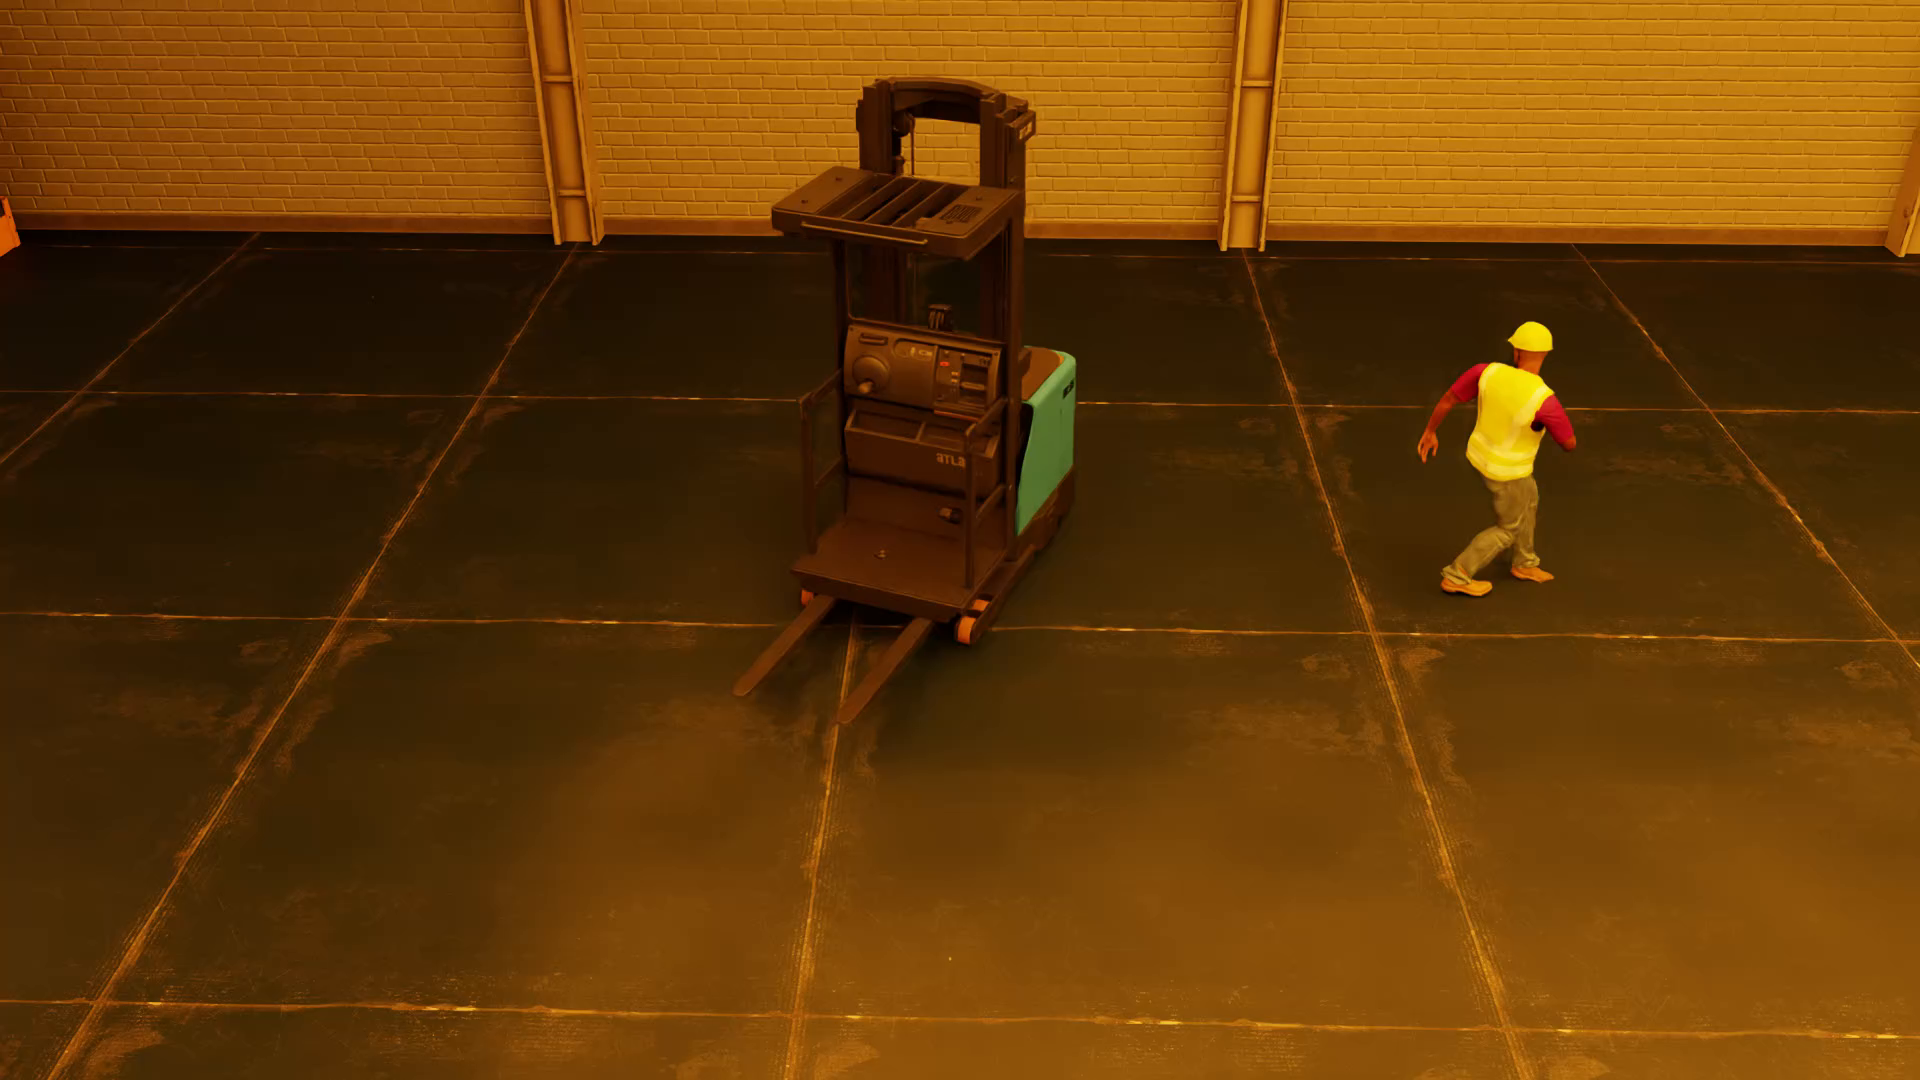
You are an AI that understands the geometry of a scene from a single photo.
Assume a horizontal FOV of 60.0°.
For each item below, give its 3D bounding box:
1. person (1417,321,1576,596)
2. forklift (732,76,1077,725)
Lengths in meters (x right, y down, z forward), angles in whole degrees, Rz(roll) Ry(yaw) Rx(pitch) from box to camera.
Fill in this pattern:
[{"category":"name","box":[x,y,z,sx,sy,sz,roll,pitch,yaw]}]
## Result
[{"category":"person","box":[3.174,-0.437,9.614,0.936,1.738,0.604,-7,31,-12]},{"category":"forklift","box":[-0.298,-0.907,9.153,1.130,2.935,3.031,12,33,20]}]
